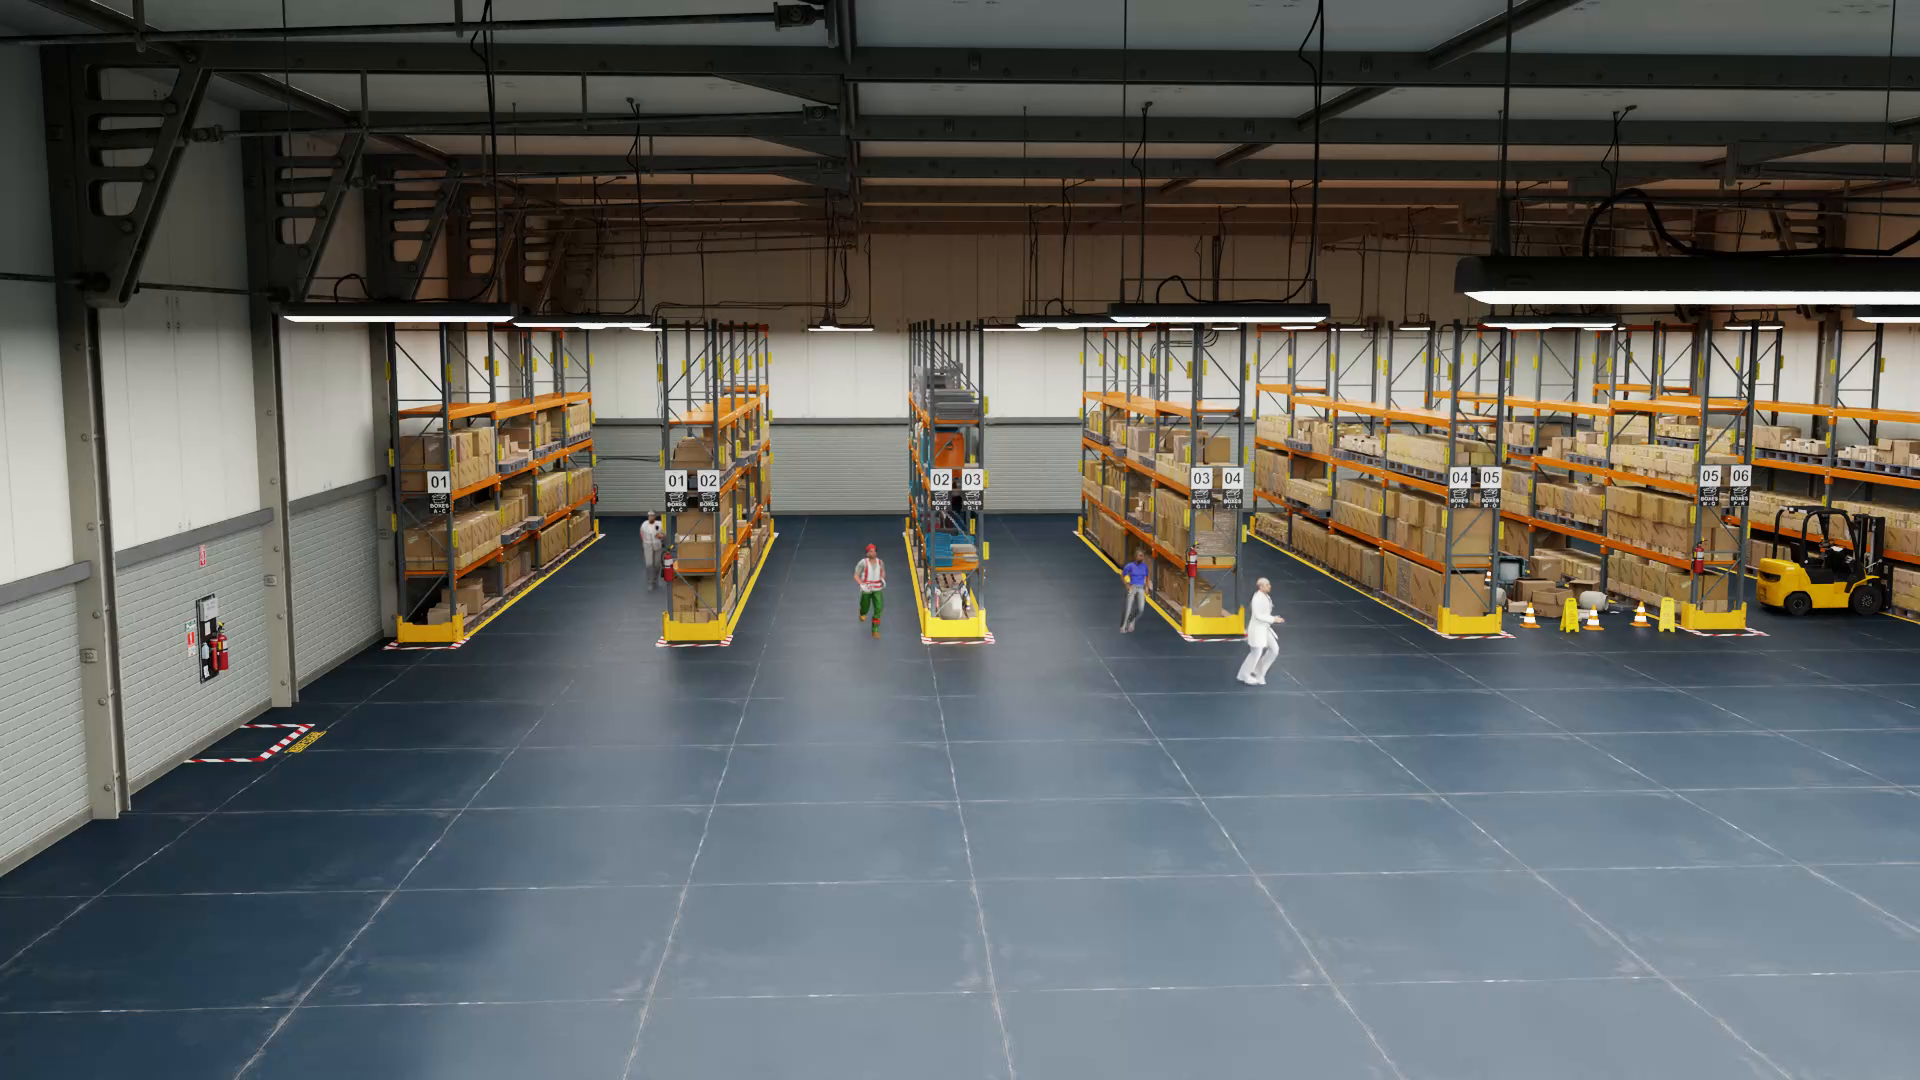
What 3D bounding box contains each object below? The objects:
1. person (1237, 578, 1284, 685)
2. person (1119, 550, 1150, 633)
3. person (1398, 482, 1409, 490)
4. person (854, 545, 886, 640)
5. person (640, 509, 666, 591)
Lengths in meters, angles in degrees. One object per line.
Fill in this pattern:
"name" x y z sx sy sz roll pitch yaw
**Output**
"person" 4.931 1.520 27.185 0.789 1.829 0.728 4 8 29
"person" 3.392 0.992 31.923 0.635 1.596 0.538 -1 7 -11
"person" 13.212 -1.242 49.412 0.798 1.739 0.732 1 7 10
"person" -1.703 0.962 31.718 0.639 1.763 1.017 -2 7 -15
"person" -6.915 0.207 37.619 0.637 1.824 0.872 -1 7 -7
